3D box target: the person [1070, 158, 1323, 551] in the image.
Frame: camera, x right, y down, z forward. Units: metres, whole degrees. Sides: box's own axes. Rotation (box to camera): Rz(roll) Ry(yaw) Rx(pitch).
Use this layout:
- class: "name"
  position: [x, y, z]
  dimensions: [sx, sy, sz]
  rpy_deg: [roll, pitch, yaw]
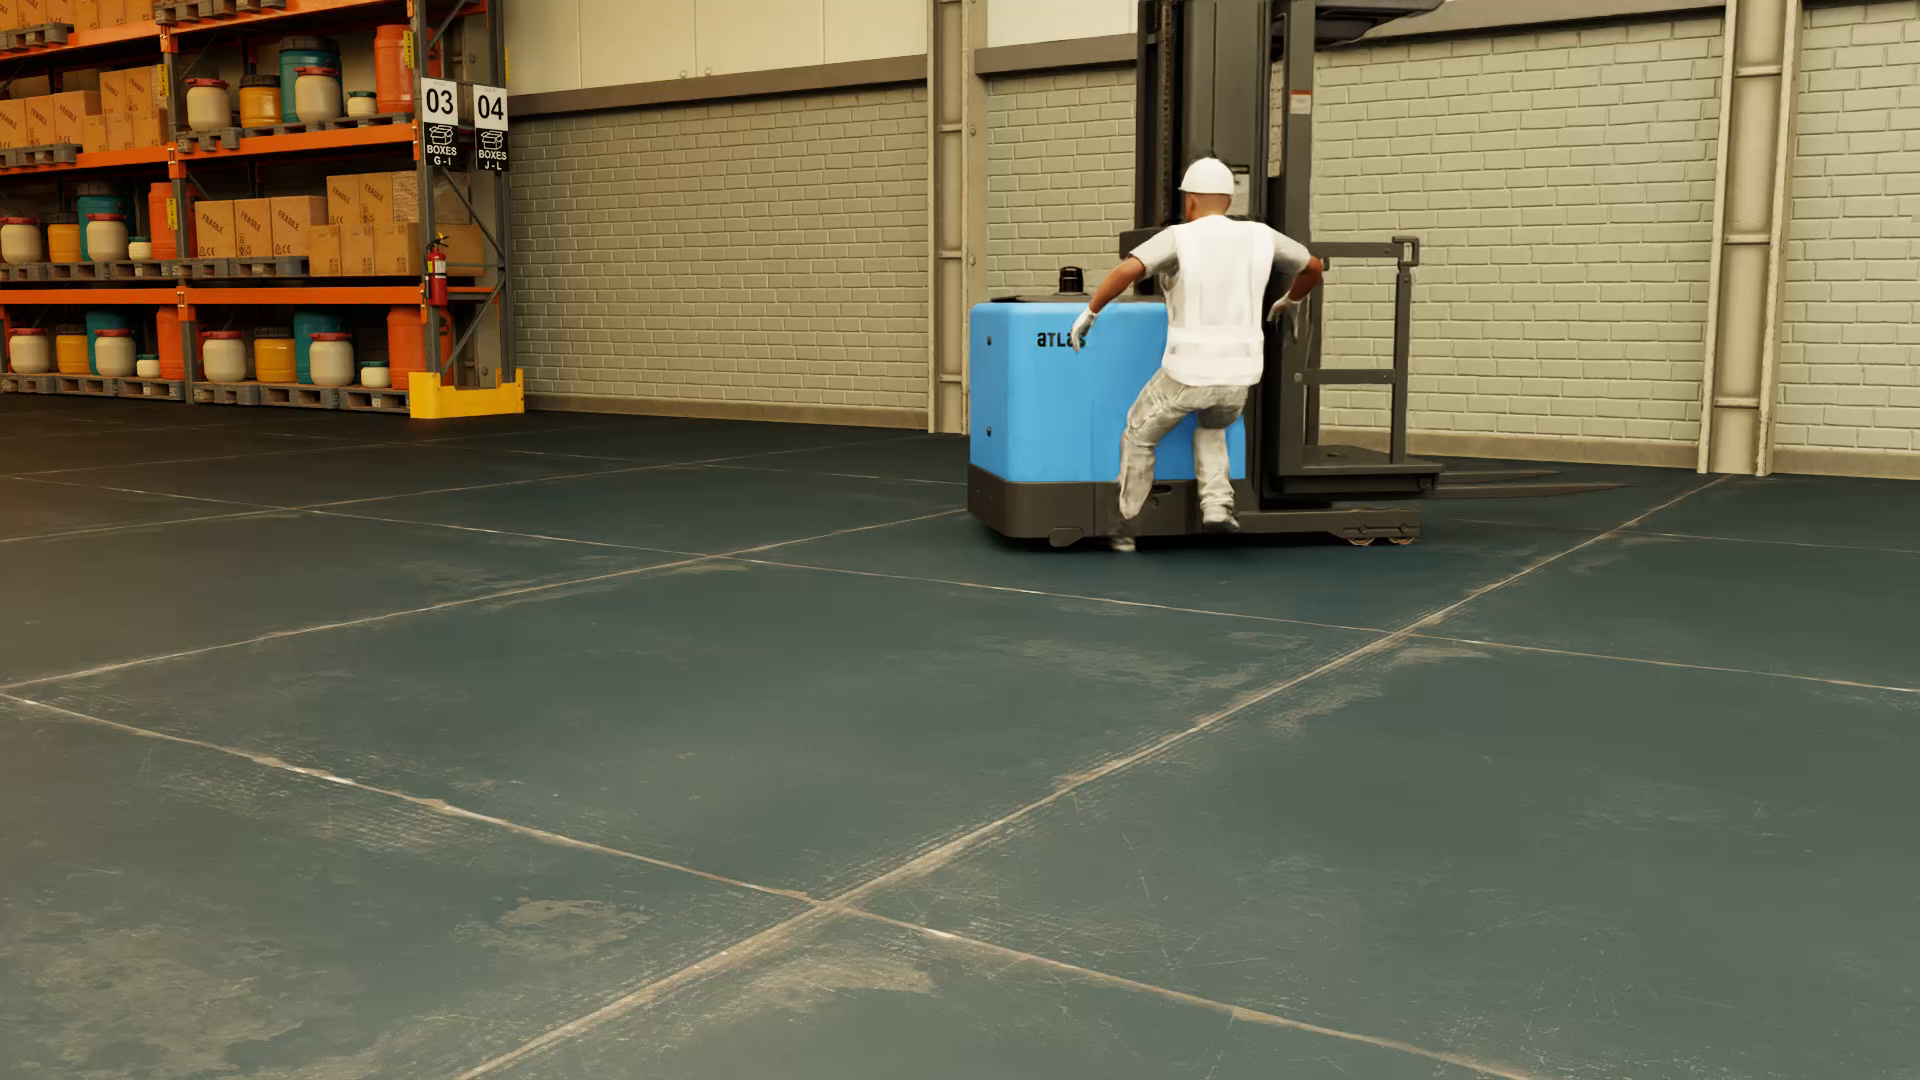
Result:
- class: "person"
  position: [0.942, -0.762, 7.084]
  dimensions: [1.082, 1.666, 0.807]
  rpy_deg: [-2, 8, -15]

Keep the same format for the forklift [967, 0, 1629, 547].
- class: "forklift"
  position: [1.603, -1.495, 7.707]
  dimensions: [3.031, 2.935, 1.130]
  rpy_deg: [-1, 8, -10]
